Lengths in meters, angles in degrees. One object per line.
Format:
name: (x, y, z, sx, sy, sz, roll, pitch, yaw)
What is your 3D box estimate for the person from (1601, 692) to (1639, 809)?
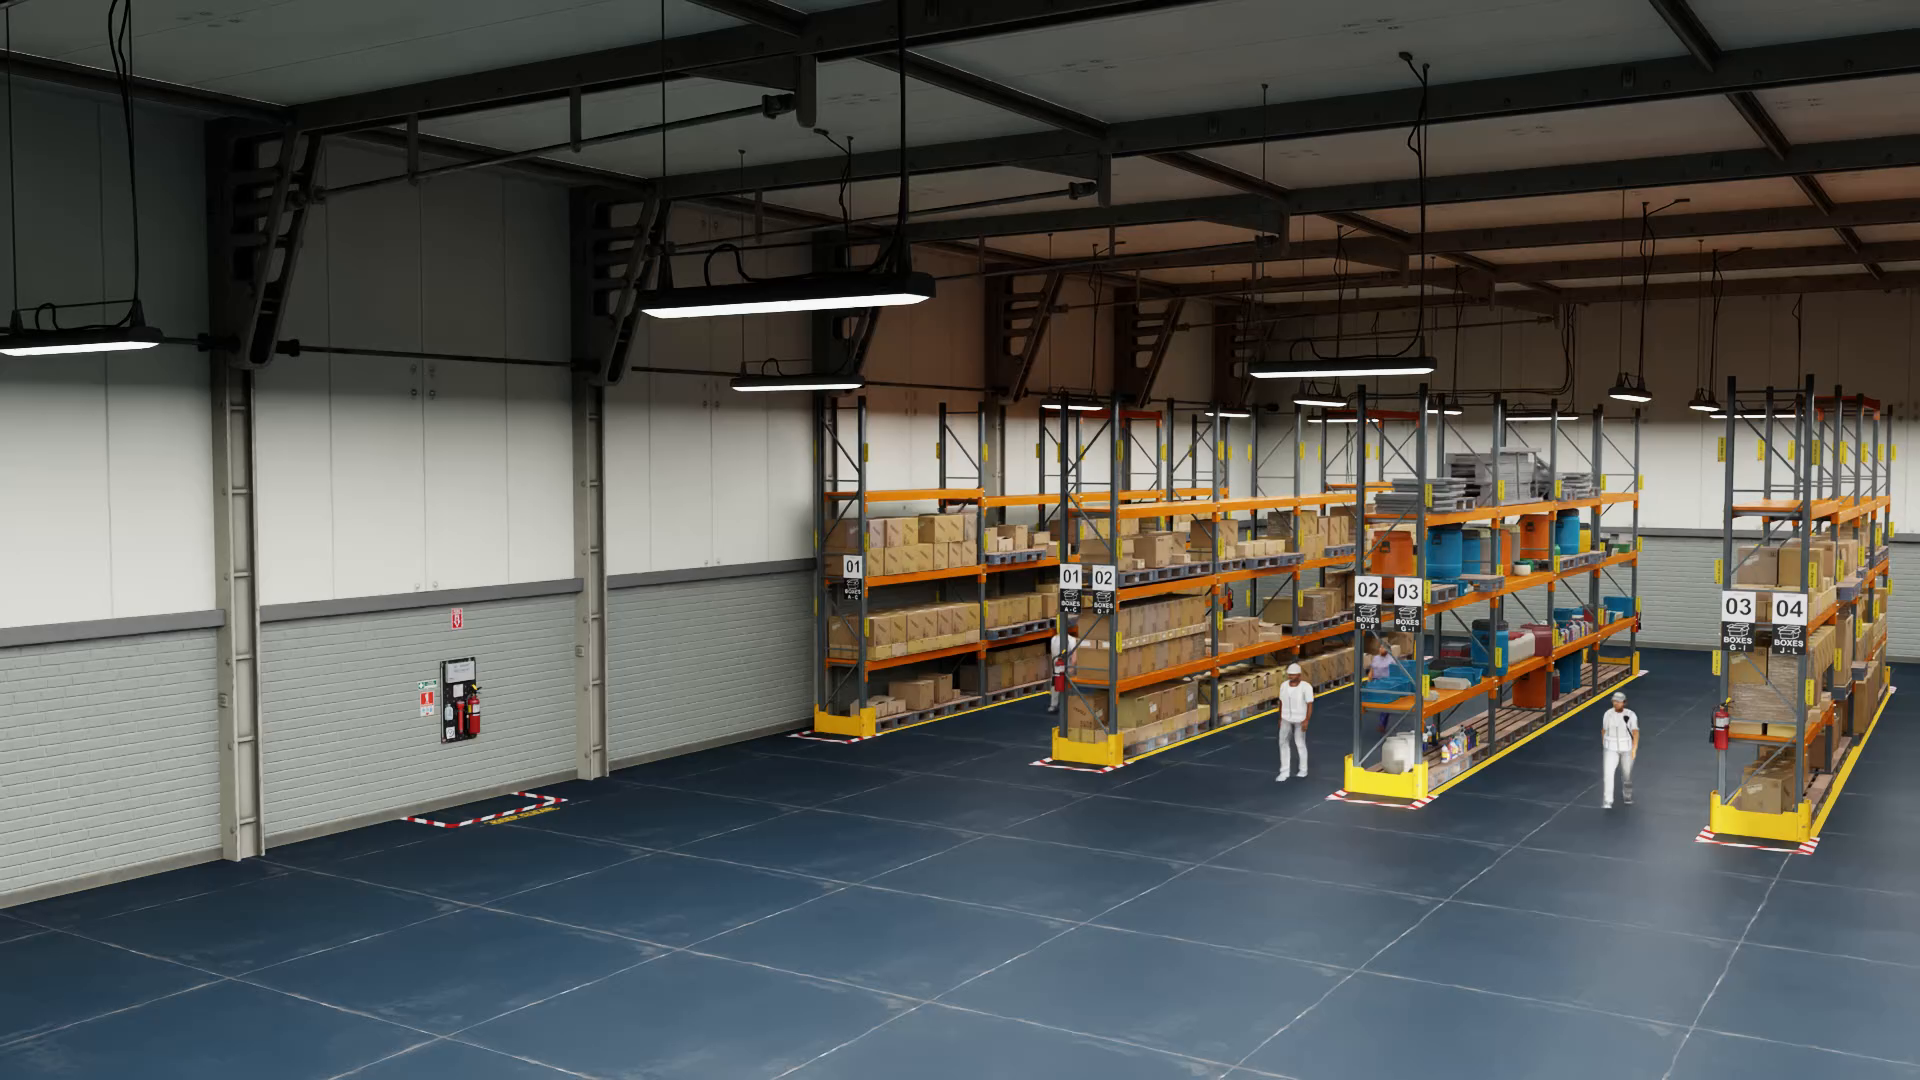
person: (9.260, 2.947, 23.346, 0.505, 1.609, 0.992, 2, 3, 28)

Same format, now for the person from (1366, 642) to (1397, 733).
person: (7.618, 2.630, 29.954, 0.585, 1.571, 1.053, 2, 3, 30)

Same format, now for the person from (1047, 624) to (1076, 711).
person: (1.998, 2.424, 32.248, 0.549, 1.724, 1.069, 1, 3, 18)

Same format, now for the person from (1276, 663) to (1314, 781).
person: (5.115, 2.788, 25.510, 0.626, 1.798, 0.622, 2, 4, 38)
